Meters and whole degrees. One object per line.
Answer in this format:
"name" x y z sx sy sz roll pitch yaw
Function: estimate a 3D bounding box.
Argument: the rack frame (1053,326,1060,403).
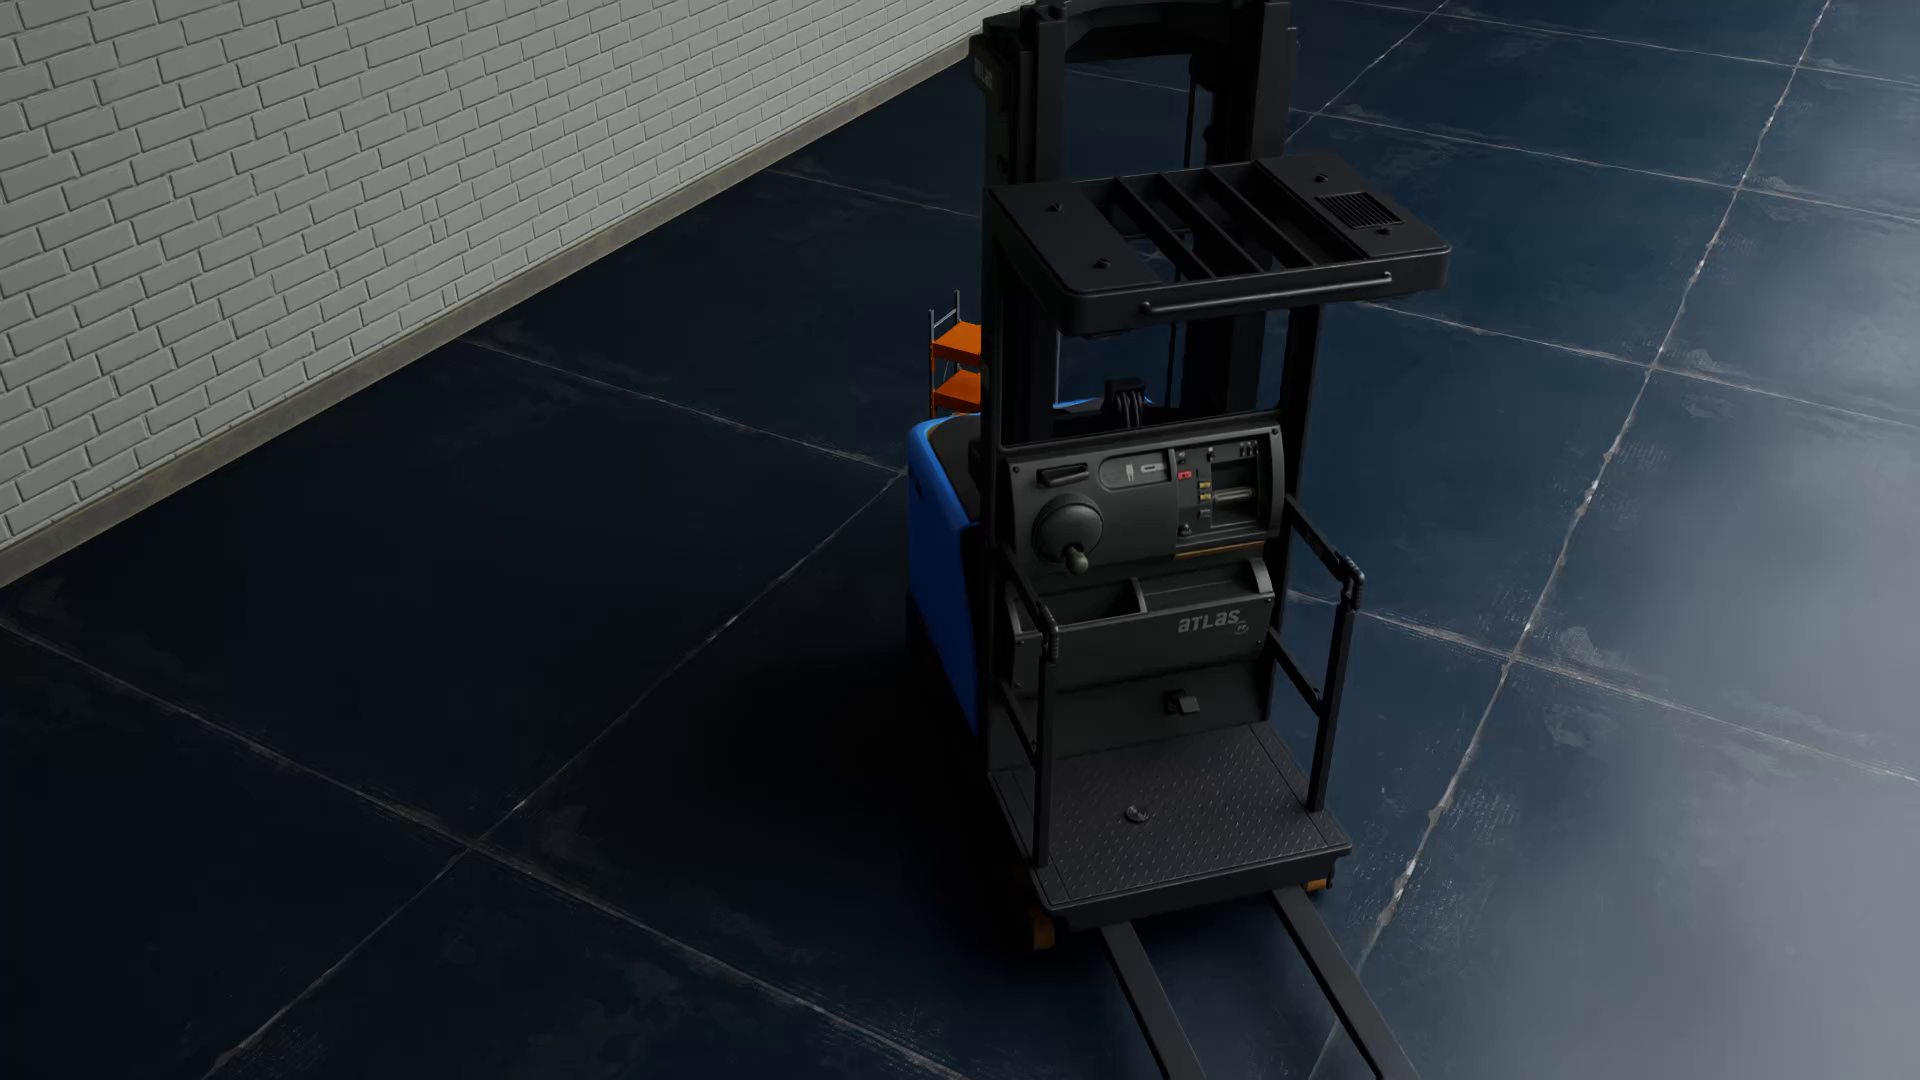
"rack frame" 0.356 -0.387 7.220 0.015 1.200 0.240 18 37 24

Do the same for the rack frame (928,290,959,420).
"rack frame" -0.068 -0.521 7.421 0.015 1.200 0.240 18 37 24

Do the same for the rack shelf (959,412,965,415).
"rack shelf" 0.144 -0.398 7.358 0.480 0.148 0.258 18 37 24

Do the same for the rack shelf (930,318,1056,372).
"rack shelf" 0.144 -0.781 7.103 0.480 0.148 0.258 18 37 24

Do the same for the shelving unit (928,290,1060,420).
"shelving unit" 0.144 -0.454 7.320 0.503 1.200 0.258 18 37 24

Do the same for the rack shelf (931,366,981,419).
"rack shelf" 0.144 -0.584 7.234 0.480 0.148 0.258 18 37 24

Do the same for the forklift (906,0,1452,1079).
"forklift" 0.667 -0.074 5.188 1.130 2.935 3.031 -9 35 -13
